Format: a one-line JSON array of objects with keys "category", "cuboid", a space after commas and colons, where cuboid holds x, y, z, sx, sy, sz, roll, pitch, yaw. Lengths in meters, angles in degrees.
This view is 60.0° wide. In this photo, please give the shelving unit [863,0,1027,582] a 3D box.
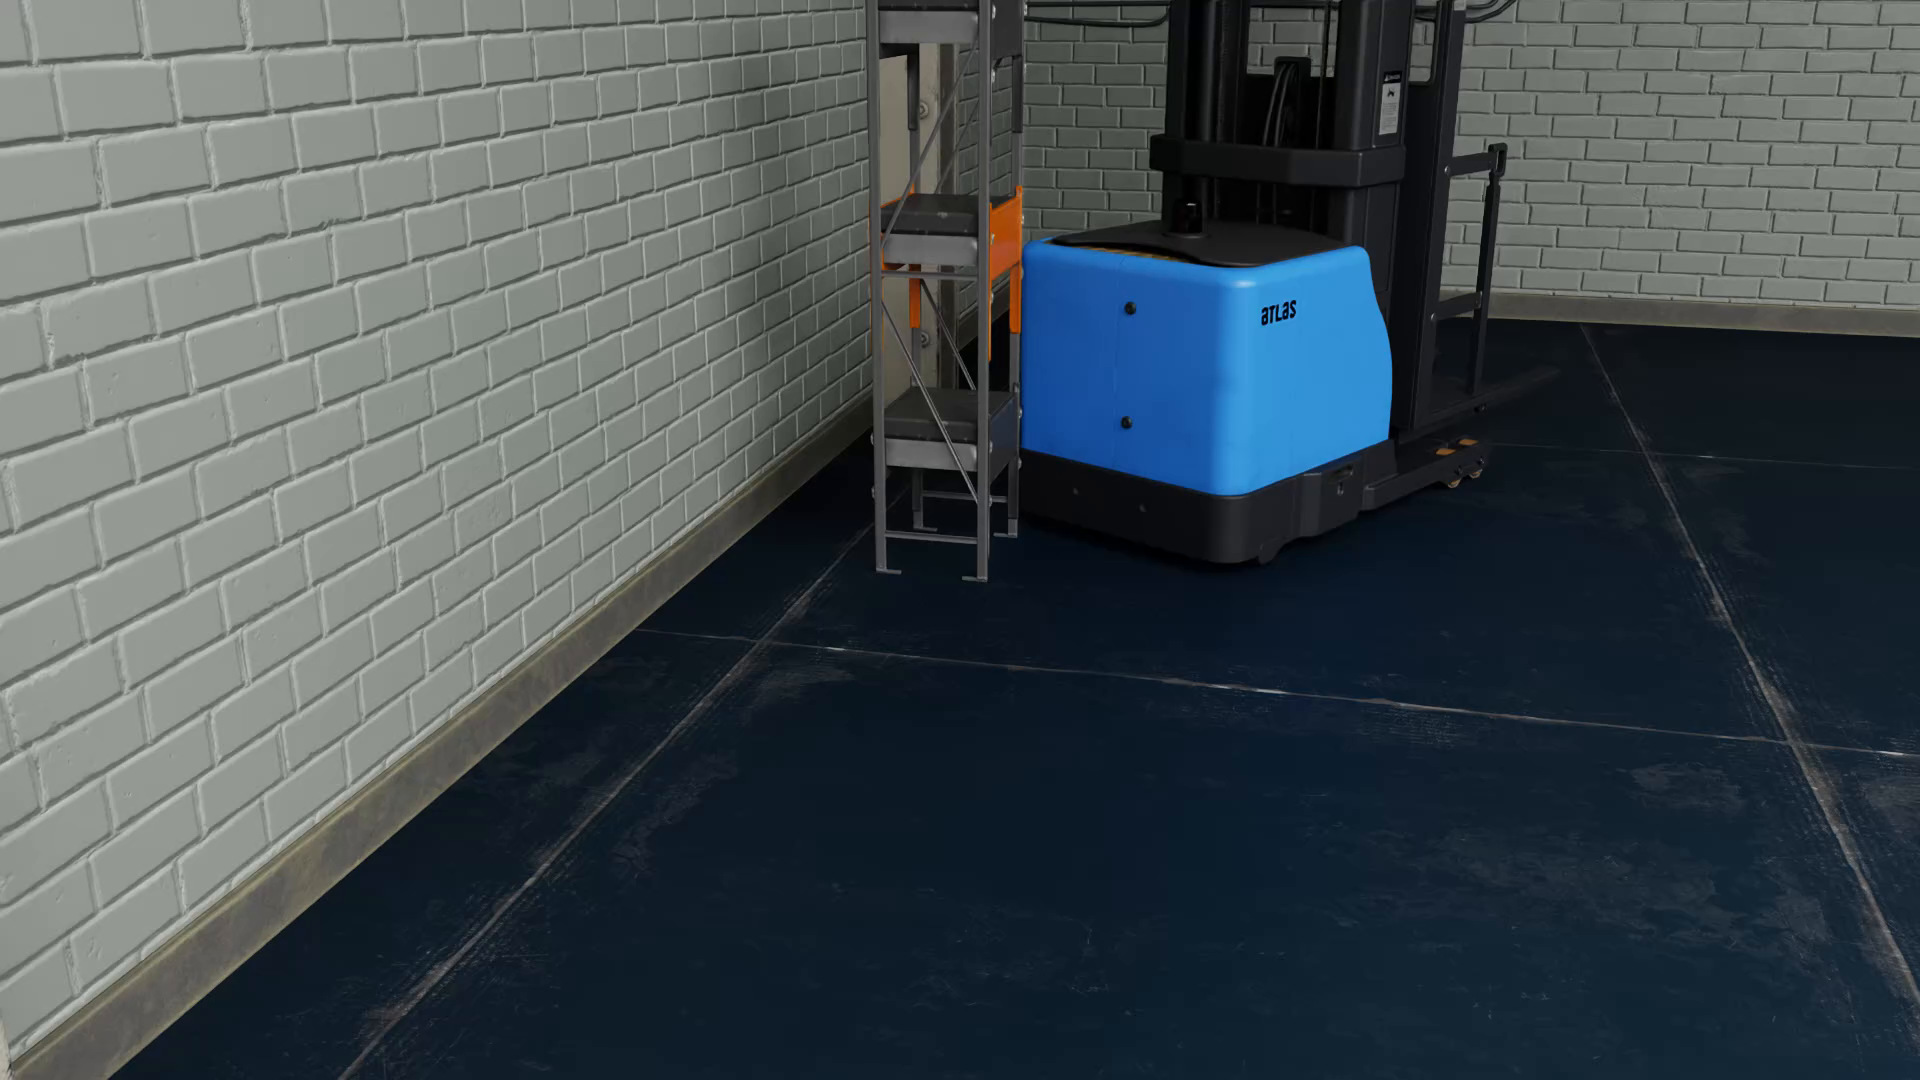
[{"category": "shelving unit", "cuboid": [-0.040, -0.942, 5.696, 0.431, 2.100, 0.503, 5, 19, 13]}]

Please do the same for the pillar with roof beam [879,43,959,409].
[{"category": "pillar with roof beam", "cuboid": [3.973, -4.563, 5.625, 9.100, 9.000, 0.400, 5, 19, 13]}]

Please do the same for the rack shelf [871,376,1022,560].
[{"category": "rack shelf", "cuboid": [-0.040, -0.266, 5.927, 0.431, 0.518, 0.480, 5, 19, 13]}]

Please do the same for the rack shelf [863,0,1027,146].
[{"category": "rack shelf", "cuboid": [-0.040, -1.591, 5.474, 0.431, 0.518, 0.480, 5, 19, 13]}]

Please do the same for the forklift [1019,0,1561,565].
[{"category": "forklift", "cuboid": [1.569, -1.697, 6.621, 1.130, 2.935, 3.031, 17, 25, 40]}]

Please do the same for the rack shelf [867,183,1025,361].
[{"category": "rack shelf", "cuboid": [-0.040, -0.929, 5.701, 0.431, 0.518, 0.480, 5, 19, 13]}]

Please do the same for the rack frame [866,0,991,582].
[{"category": "rack frame", "cuboid": [-0.100, -0.865, 5.472, 0.400, 2.100, 0.015, 5, 19, 13]}]

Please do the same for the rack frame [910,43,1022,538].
[{"category": "rack frame", "cuboid": [0.019, -1.018, 5.920, 0.400, 2.100, 0.015, 5, 19, 13]}]

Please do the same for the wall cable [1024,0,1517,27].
[{"category": "wall cable", "cuboid": [1.800, -4.253, 9.520, 3.097, 2.526, 0.112, 5, 19, 13]}]
